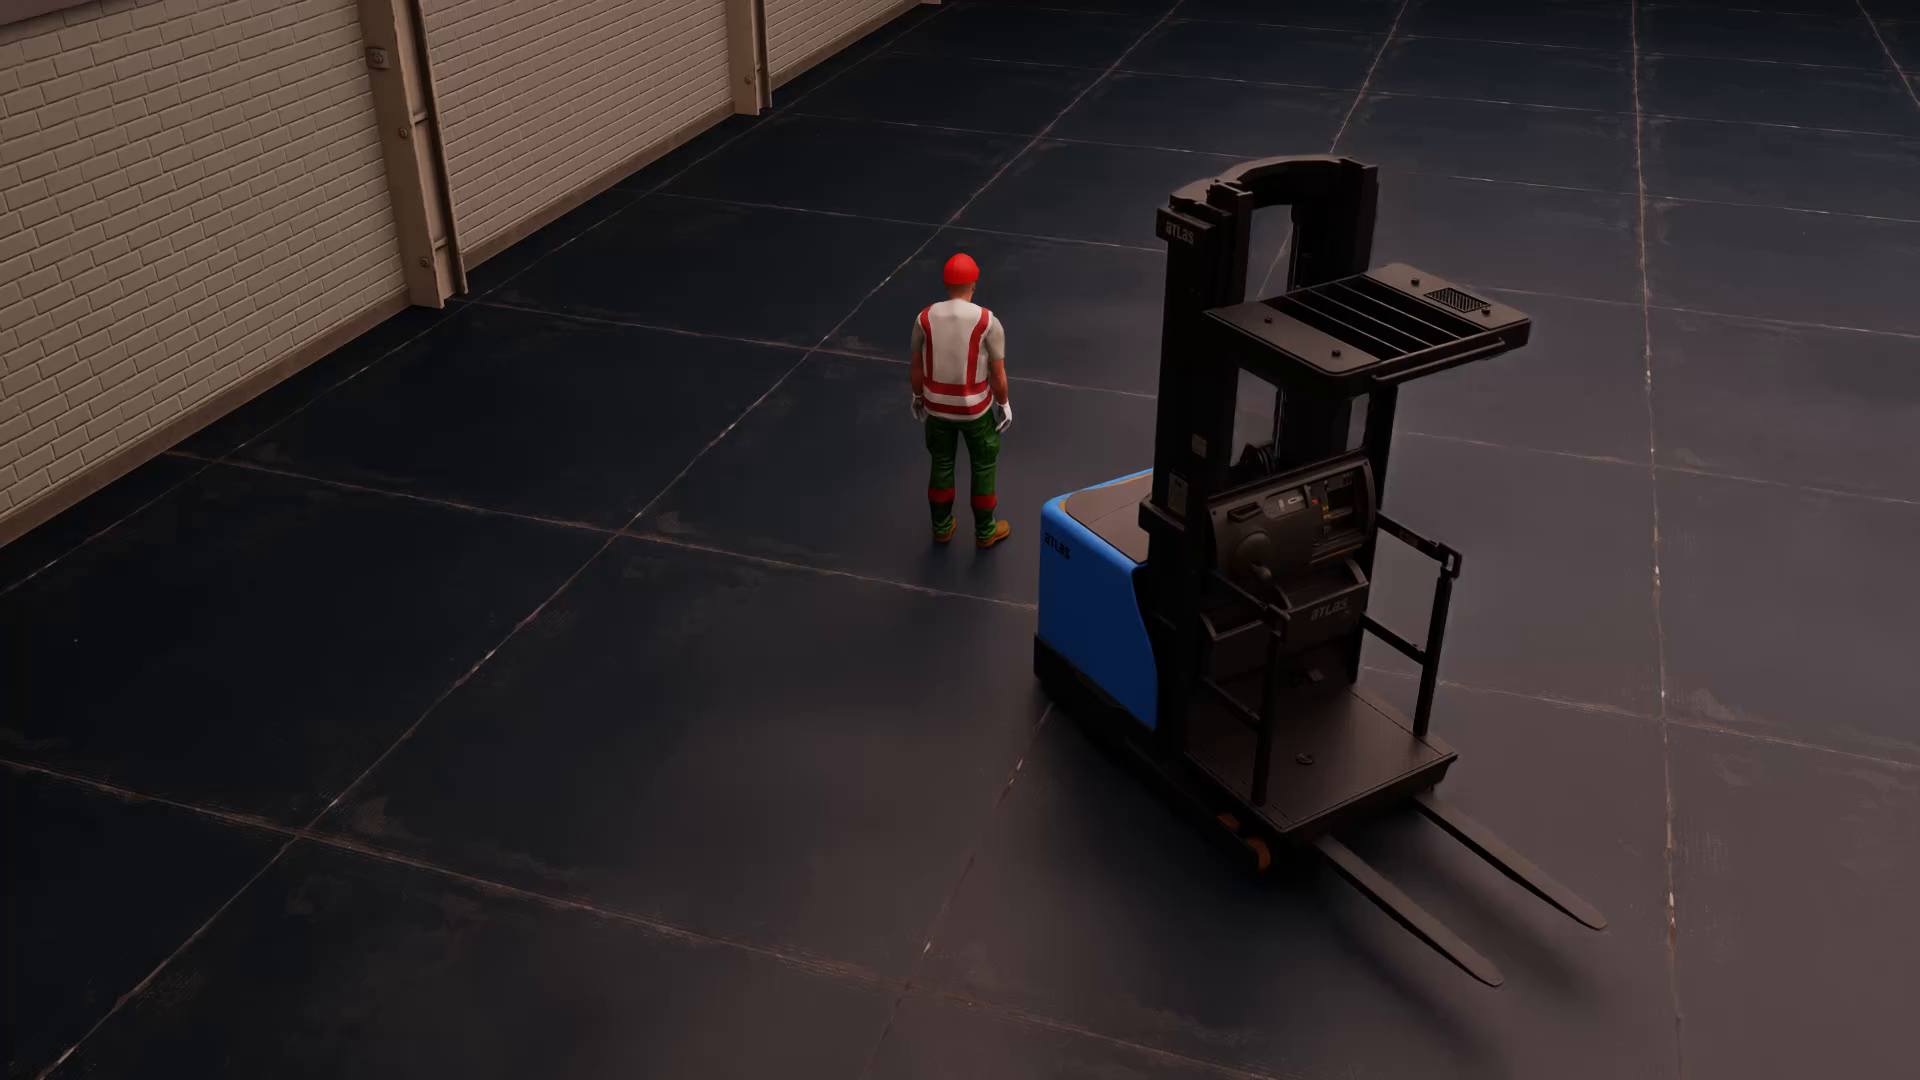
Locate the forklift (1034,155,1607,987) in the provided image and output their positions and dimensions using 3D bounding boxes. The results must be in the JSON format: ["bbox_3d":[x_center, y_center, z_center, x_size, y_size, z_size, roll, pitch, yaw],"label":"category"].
[{"bbox_3d":[1.592,-0.041,7.209,1.130,2.935,3.031,-17,34,-27],"label":"forklift"}]

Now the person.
[{"bbox_3d":[0.007,-0.793,9.696,0.608,1.778,0.450,9,31,15],"label":"person"}]
